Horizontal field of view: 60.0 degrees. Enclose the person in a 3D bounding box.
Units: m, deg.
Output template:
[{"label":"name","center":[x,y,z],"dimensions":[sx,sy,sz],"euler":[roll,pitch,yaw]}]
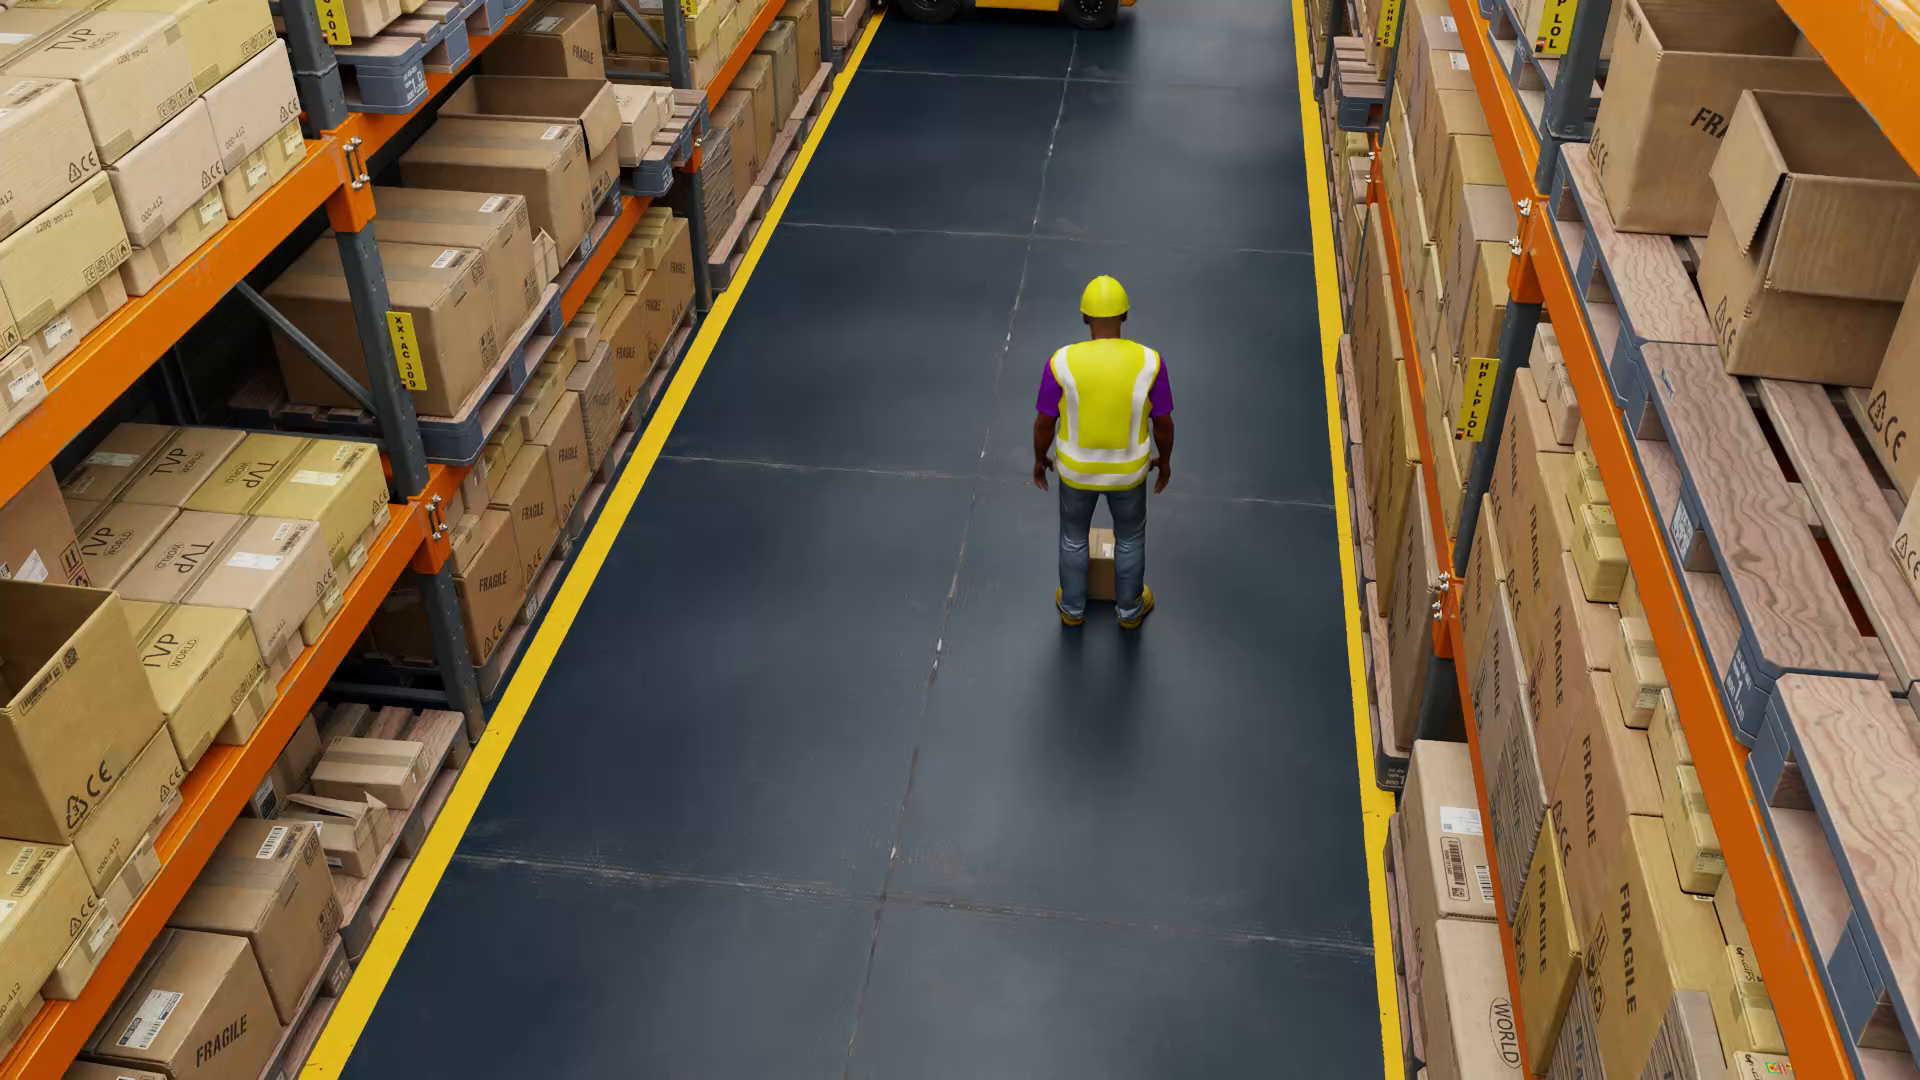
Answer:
[{"label":"person","center":[0.643,-0.361,7.524],"dimensions":[0.629,1.759,0.460],"euler":[2,36,3]}]
